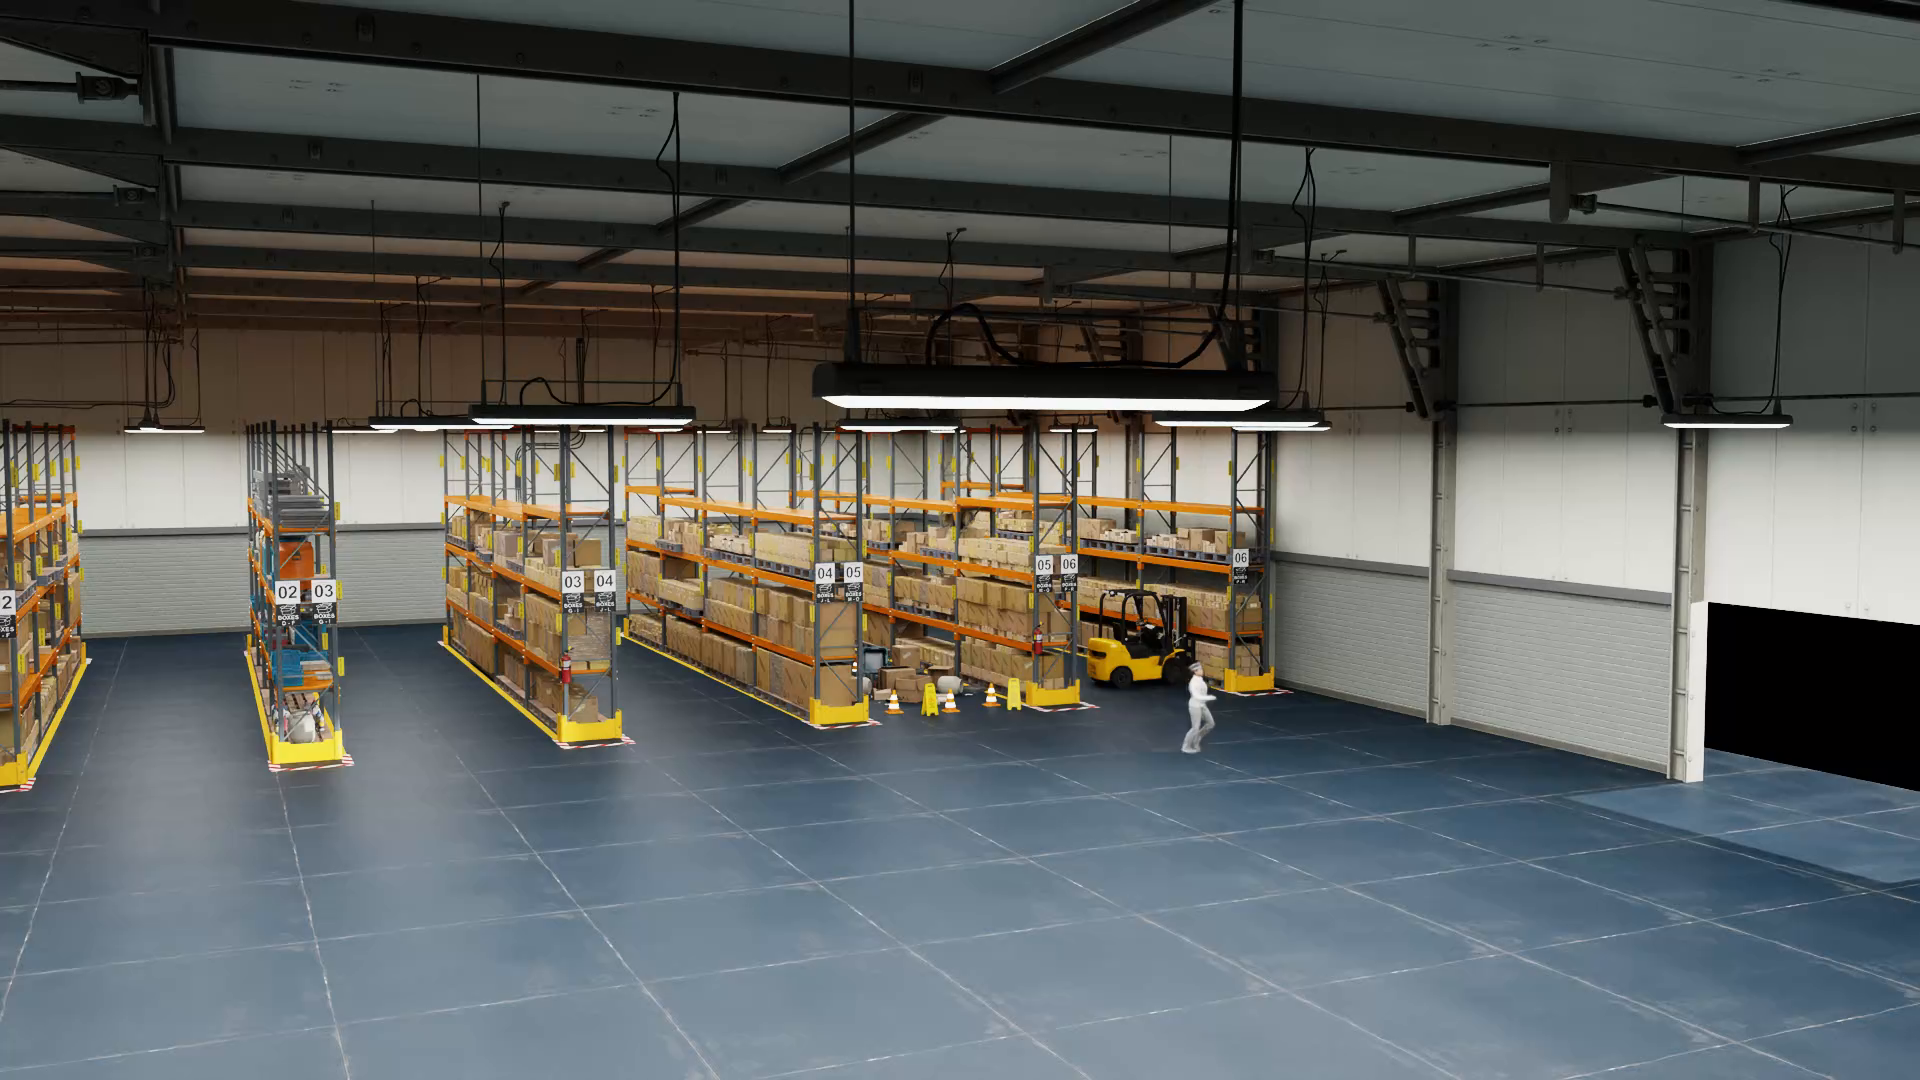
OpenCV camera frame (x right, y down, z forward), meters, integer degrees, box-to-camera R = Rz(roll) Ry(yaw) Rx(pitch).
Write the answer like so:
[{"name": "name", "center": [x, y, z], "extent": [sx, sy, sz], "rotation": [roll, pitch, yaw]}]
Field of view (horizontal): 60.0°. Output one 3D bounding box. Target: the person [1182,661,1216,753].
[{"name": "person", "center": [4.307, 3.005, 29.889], "extent": [0.632, 1.661, 0.587], "rotation": [2, 4, 24]}]

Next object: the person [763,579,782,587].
[{"name": "person", "center": [-5.754, 1.668, 50.492], "extent": [0.973, 1.783, 0.662], "rotation": [-2, 4, -32]}]
